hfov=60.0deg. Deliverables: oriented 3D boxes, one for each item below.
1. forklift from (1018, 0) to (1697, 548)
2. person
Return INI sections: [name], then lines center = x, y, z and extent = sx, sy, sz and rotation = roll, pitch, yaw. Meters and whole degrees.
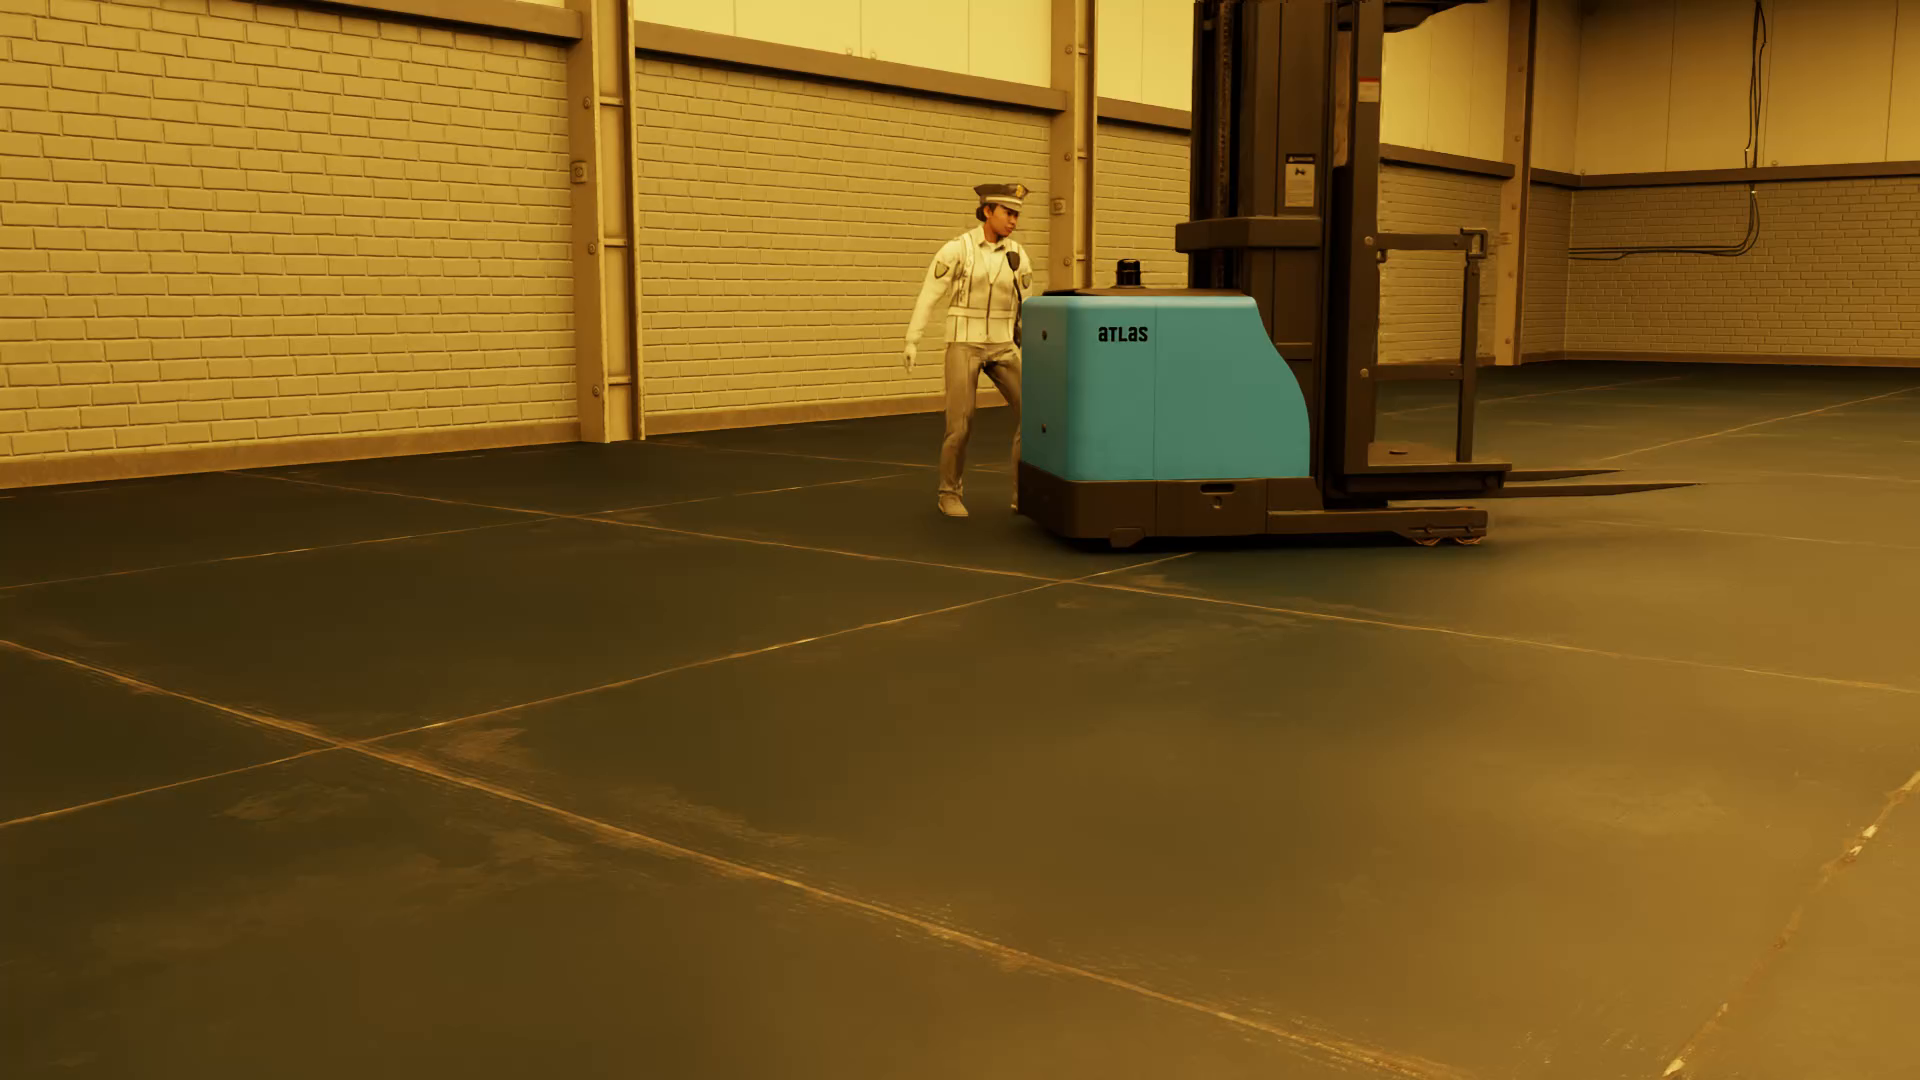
[forklift]
center = 1.840, -1.496, 7.507
extent = 3.031, 2.935, 1.130
rotation = -2, 8, -11
[person]
center = 0.120, -0.916, 8.178
extent = 0.809, 1.642, 0.417
rotation = -2, 9, -15
